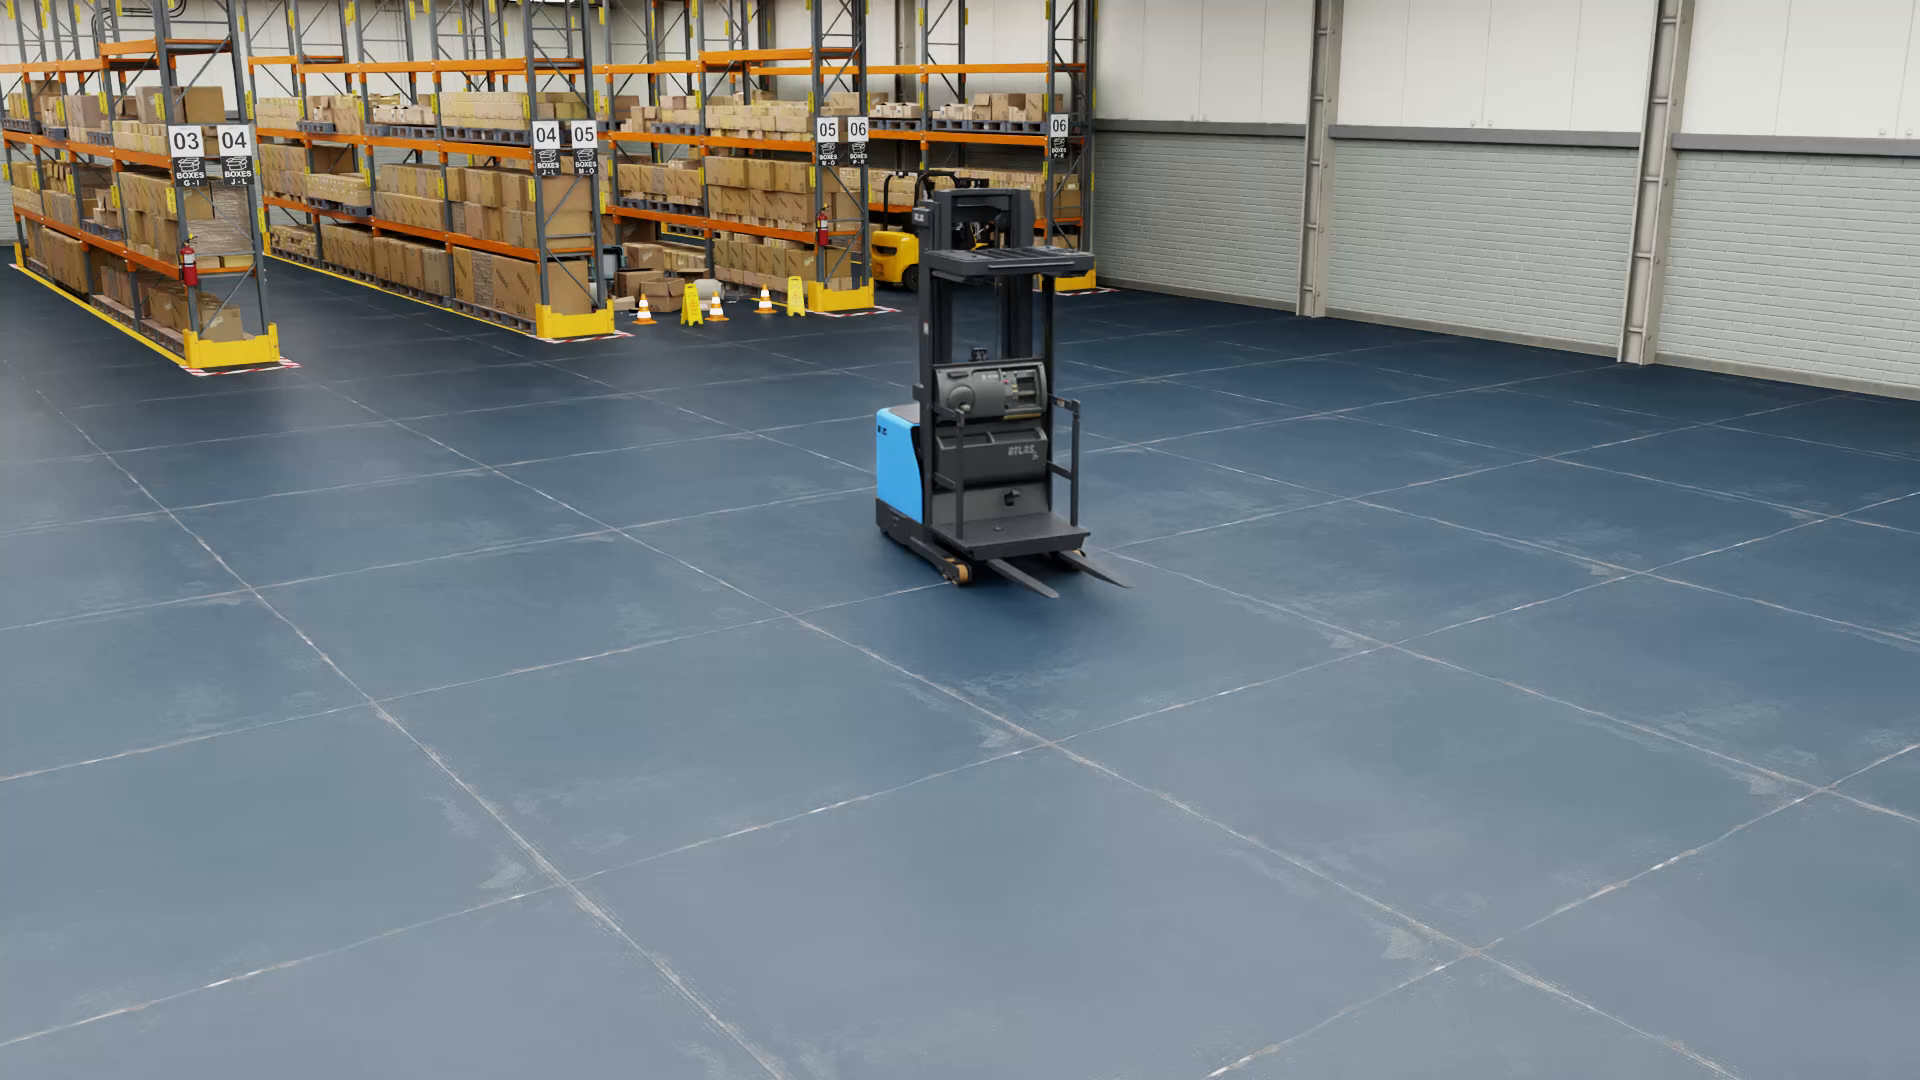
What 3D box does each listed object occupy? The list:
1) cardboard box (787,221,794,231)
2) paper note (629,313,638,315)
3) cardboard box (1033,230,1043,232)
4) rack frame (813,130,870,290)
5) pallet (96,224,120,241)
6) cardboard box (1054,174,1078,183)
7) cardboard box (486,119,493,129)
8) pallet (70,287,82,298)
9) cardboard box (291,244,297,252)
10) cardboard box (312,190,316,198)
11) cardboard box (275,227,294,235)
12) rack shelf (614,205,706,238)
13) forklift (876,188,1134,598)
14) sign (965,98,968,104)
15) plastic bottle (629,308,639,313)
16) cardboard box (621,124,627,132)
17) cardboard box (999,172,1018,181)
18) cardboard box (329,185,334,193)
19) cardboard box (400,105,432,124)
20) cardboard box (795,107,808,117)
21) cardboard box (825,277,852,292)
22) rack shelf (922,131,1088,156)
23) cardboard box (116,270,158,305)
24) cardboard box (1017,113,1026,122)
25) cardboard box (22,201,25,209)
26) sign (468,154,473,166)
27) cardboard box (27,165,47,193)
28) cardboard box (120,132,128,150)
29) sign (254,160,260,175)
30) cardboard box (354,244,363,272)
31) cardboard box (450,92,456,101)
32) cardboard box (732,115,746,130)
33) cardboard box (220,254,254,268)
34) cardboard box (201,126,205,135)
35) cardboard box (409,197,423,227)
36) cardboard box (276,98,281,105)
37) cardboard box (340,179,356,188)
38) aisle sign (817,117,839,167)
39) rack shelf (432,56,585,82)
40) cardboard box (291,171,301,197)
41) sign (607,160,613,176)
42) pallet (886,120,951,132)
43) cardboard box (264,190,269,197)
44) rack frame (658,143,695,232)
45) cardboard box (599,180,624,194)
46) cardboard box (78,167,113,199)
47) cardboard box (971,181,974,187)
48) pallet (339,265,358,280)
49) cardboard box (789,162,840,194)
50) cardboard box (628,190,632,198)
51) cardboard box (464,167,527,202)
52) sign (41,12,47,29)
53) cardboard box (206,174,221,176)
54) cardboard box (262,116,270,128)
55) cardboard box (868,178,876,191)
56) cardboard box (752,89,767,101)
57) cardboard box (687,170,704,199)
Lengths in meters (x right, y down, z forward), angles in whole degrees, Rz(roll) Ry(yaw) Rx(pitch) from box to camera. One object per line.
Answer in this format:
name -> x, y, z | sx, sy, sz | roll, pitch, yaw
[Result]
cardboard box -> -2.762, -5.440, 28.747 | 0.380, 0.149, 0.250 | -11, 19, -35
paper note -> -5.465, -3.787, 27.856 | 0.144, 0.017, 0.142 | -4, 16, -15
cardboard box -> 1.305, -5.896, 32.456 | 0.500, 0.250, 0.500 | -11, 19, -35
rack frame -> -1.997, -5.420, 28.196 | 1.000, 3.000, 0.127 | -11, 19, -35
pallet -> -13.519, -5.081, 27.322 | 1.003, 0.211, 1.213 | -11, 19, -35
cardboard box -> 1.991, -6.801, 31.259 | 0.380, 0.149, 0.250 | -11, 19, -36
cardboard box -> -7.158, -6.496, 25.938 | 0.380, 0.149, 0.250 | -11, 19, -34
pallet -> -15.832, -4.685, 30.795 | 1.003, 0.211, 1.213 | -11, 19, -35
cardboard box -> -14.379, -6.384, 36.325 | 0.380, 0.149, 0.250 | -11, 19, -35
cardboard box -> -12.970, -7.060, 33.869 | 0.380, 0.149, 0.250 | -11, 18, -34
cardboard box -> -15.012, -6.882, 37.018 | 0.380, 0.149, 0.250 | -11, 19, -35
rack shelf -> -5.525, -6.354, 32.973 | 1.077, 0.370, 4.000 | -11, 19, -35
forklift -> 0.339, -1.192, 12.879 | 1.130, 2.935, 3.031 | -7, 17, -23
sign -> 0.112, -8.866, 33.976 | 0.100, 0.325, 0.005 | -11, 19, -35
plastic bottle -> -5.514, -3.893, 28.185 | 0.283, 0.061, 0.133 | 10, 18, 33
cardboard box -> -6.653, -8.360, 33.733 | 0.380, 0.149, 0.250 | -11, 19, -35
cardboard box -> 0.960, -6.942, 31.776 | 0.380, 0.149, 0.250 | -10, 18, -33
cardboard box -> -12.216, -6.928, 32.824 | 0.380, 0.149, 0.250 | -11, 19, -36
cardboard box -> -9.502, -7.479, 29.221 | 0.500, 0.311, 0.500 | -12, 19, -37
cardboard box -> -2.555, -7.218, 28.048 | 0.380, 0.149, 0.250 | -10, 18, -34
cardboard box -> -2.247, -4.511, 29.290 | 0.500, 0.250, 0.500 | -11, 19, -35
rack shelf -> 0.840, -7.718, 32.274 | 1.077, 0.370, 4.000 | -11, 19, -35
cardboard box -> -13.631, -4.220, 27.714 | 0.700, 0.500, 0.500 | -9, 18, -30
cardboard box -> 1.283, -7.897, 31.057 | 0.380, 0.149, 0.250 | -12, 19, -36
cardboard box -> -18.720, -6.776, 33.627 | 0.380, 0.149, 0.250 | -11, 19, -35
sign -> -11.857, -9.207, 40.245 | 0.100, 0.325, 0.005 | -11, 19, -35
cardboard box -> -17.846, -7.041, 32.420 | 0.500, 0.500, 0.500 | -11, 19, -34
cardboard box -> -11.992, -5.862, 24.415 | 0.500, 0.250, 0.500 | -11, 19, -35
sign -> -15.788, -8.380, 37.371 | 0.100, 0.325, 0.005 | -11, 19, -35
cardboard box -> -11.546, -5.547, 32.599 | 0.500, 0.500, 0.500 | -10, 18, -32
cardboard box -> -8.054, -7.206, 27.022 | 0.380, 0.149, 0.250 | -11, 19, -35
cardboard box -> -3.717, -7.438, 29.608 | 0.500, 0.250, 0.500 | -11, 19, -34
cardboard box -> -9.987, -3.858, 22.967 | 0.380, 0.149, 0.250 | -11, 19, -35
cardboard box -> -10.310, -5.648, 22.878 | 0.380, 0.149, 0.250 | -11, 19, -36
cardboard box -> -9.410, -5.818, 29.462 | 0.500, 0.500, 0.500 | -11, 19, -34
cardboard box -> -14.349, -9.348, 35.447 | 0.380, 0.149, 0.250 | -11, 19, -35
cardboard box -> -11.764, -6.906, 32.181 | 0.380, 0.149, 0.250 | -10, 18, -33
aisle sign -> -2.195, -6.616, 27.640 | 0.394, 0.787, 0.004 | -11, 19, -35
rack shelf -> -7.117, -7.411, 26.227 | 1.077, 0.370, 4.000 | -11, 19, -35
cardboard box -> -13.814, -7.555, 35.243 | 0.500, 0.500, 0.500 | -11, 19, -36
sign -> -7.147, -7.600, 33.968 | 0.100, 0.325, 0.005 | -11, 19, -35
pallet -> -0.865, -8.586, 34.445 | 0.805, 0.209, 1.217 | -12, 19, -37
cardboard box -> -15.423, -7.805, 37.388 | 0.380, 0.149, 0.250 | -11, 19, -35
rack frame -> -7.391, -9.608, 43.497 | 1.000, 3.000, 0.127 | -11, 19, -35
cardboard box -> -7.191, -7.361, 34.626 | 0.500, 0.250, 0.500 | -11, 19, -35
cardboard box -> -15.133, -6.281, 29.252 | 0.797, 0.503, 0.637 | -10, 18, -33
cardboard box -> 0.368, -7.020, 32.623 | 0.380, 0.149, 0.250 | -12, 19, -36
pallet -> -11.817, -5.421, 33.482 | 1.003, 0.211, 1.213 | -11, 19, -35
cardboard box -> -2.474, -6.169, 28.287 | 0.700, 0.500, 0.500 | -11, 19, -36
cardboard box -> -6.521, -7.046, 33.817 | 0.380, 0.149, 0.250 | -12, 20, -38
cardboard box -> -7.687, -5.894, 27.598 | 0.875, 0.550, 0.550 | -11, 19, -35
sign -> -18.973, -10.762, 34.430 | 0.100, 0.325, 0.005 | -11, 19, -35
cardboard box -> -10.998, -5.036, 24.146 | 0.500, 0.500, 0.500 | -11, 19, -35
cardboard box -> -14.985, -9.172, 36.509 | 0.500, 0.250, 0.500 | -10, 18, -33
cardboard box -> -1.717, -7.609, 35.531 | 0.500, 0.250, 0.500 | -11, 19, -34
cardboard box -> -4.804, -10.619, 39.651 | 0.396, 0.266, 0.258 | -11, 19, -35
cardboard box -> -4.806, -6.731, 31.440 | 0.500, 0.500, 0.500 | -11, 19, -36
